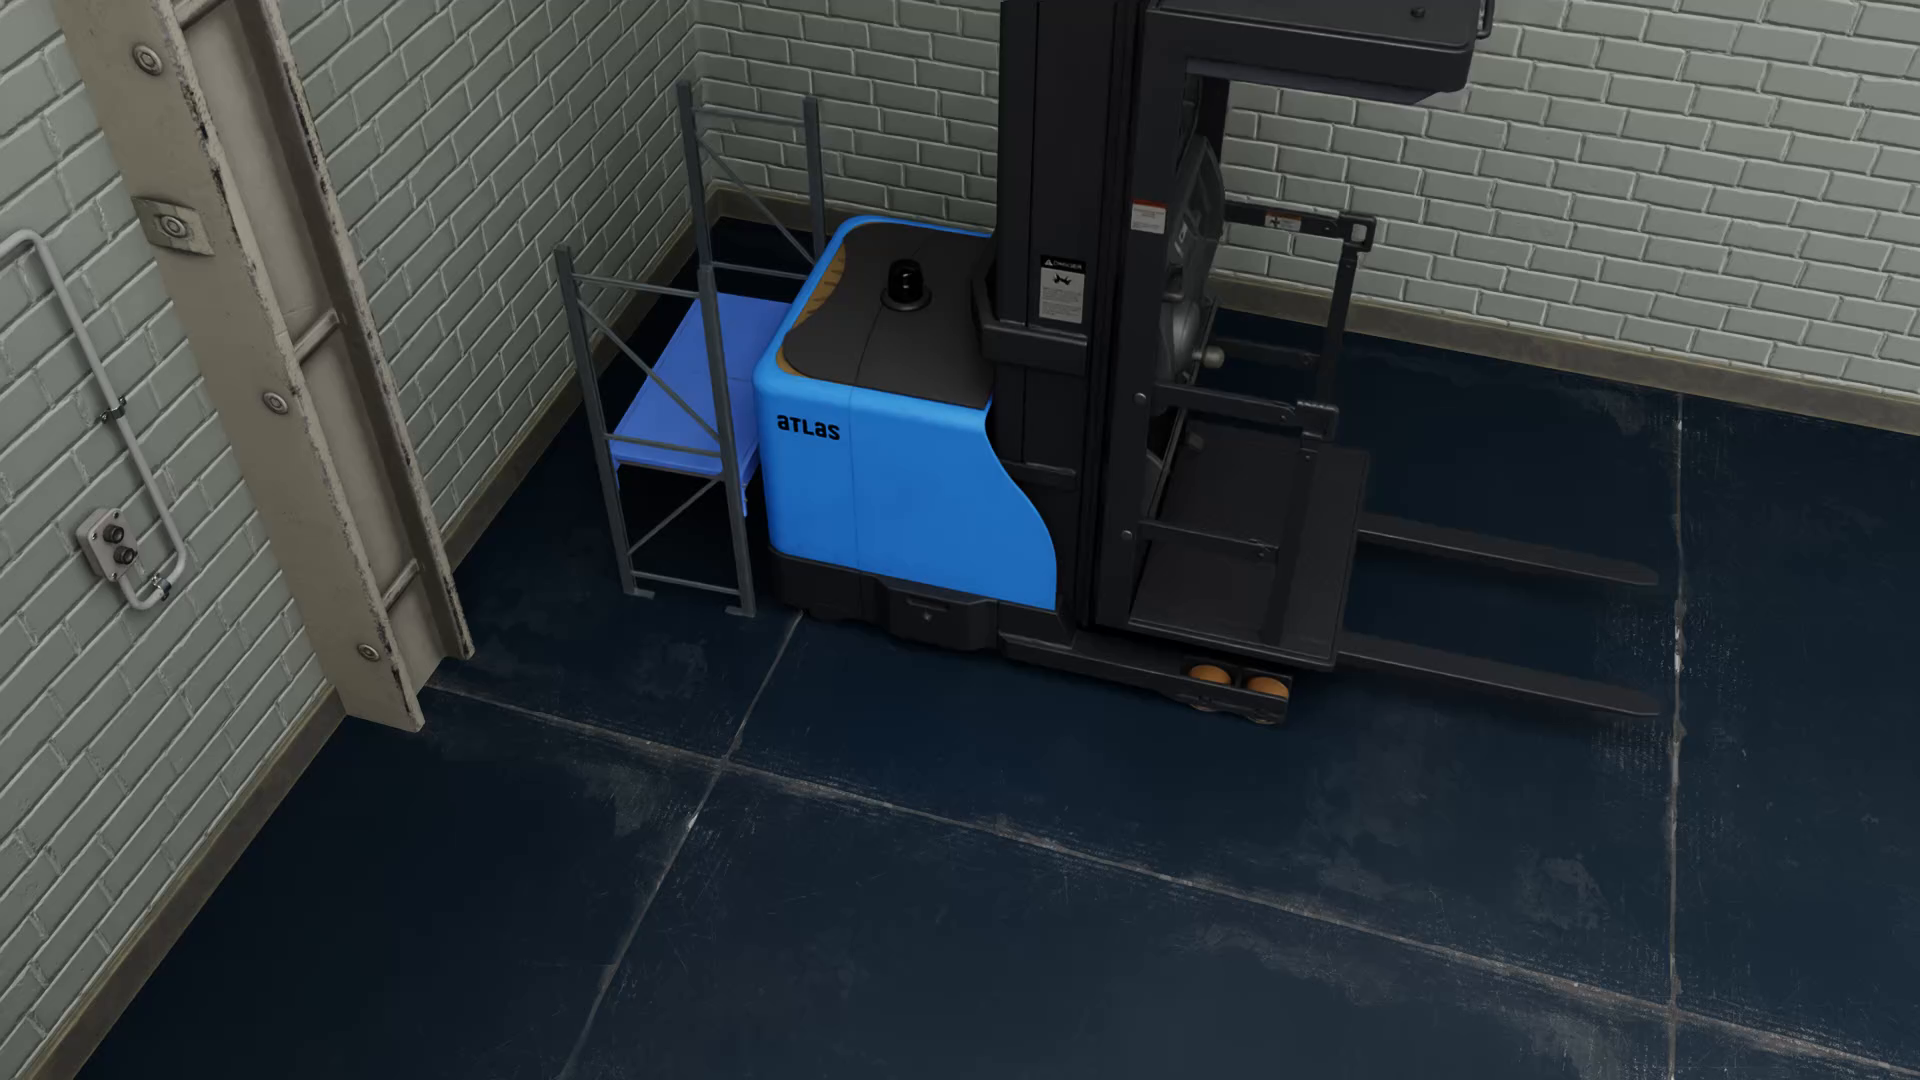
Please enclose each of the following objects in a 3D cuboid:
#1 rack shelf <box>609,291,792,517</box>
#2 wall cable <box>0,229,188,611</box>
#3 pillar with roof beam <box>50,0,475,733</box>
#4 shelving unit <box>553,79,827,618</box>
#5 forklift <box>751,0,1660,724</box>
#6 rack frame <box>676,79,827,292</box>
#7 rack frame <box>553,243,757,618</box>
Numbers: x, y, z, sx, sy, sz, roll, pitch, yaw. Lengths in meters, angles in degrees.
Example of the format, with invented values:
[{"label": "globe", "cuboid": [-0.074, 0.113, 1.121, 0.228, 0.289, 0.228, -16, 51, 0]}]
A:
[{"label": "rack shelf", "cuboid": [-0.853, -0.524, 5.971, 0.538, 0.185, 1.000, 10, 45, 10]}, {"label": "wall cable", "cuboid": [-2.417, -0.022, 3.402, 0.084, 1.984, 1.851, 13, 46, 13]}, {"label": "pillar with roof beam", "cuboid": [2.193, -1.821, 1.677, 9.100, 9.000, 0.400, 13, 46, 13]}, {"label": "shelving unit", "cuboid": [-0.853, -0.653, 5.845, 0.538, 1.500, 1.048, 10, 45, 10]}, {"label": "forklift", "cuboid": [0.893, -0.843, 5.016, 3.031, 2.935, 1.130, 11, 46, 11]}, {"label": "rack frame", "cuboid": [-0.729, -0.998, 6.197, 0.500, 1.500, 0.032, 10, 45, 10]}, {"label": "rack frame", "cuboid": [-0.978, -0.308, 5.492, 0.500, 1.500, 0.032, 10, 45, 10]}]
